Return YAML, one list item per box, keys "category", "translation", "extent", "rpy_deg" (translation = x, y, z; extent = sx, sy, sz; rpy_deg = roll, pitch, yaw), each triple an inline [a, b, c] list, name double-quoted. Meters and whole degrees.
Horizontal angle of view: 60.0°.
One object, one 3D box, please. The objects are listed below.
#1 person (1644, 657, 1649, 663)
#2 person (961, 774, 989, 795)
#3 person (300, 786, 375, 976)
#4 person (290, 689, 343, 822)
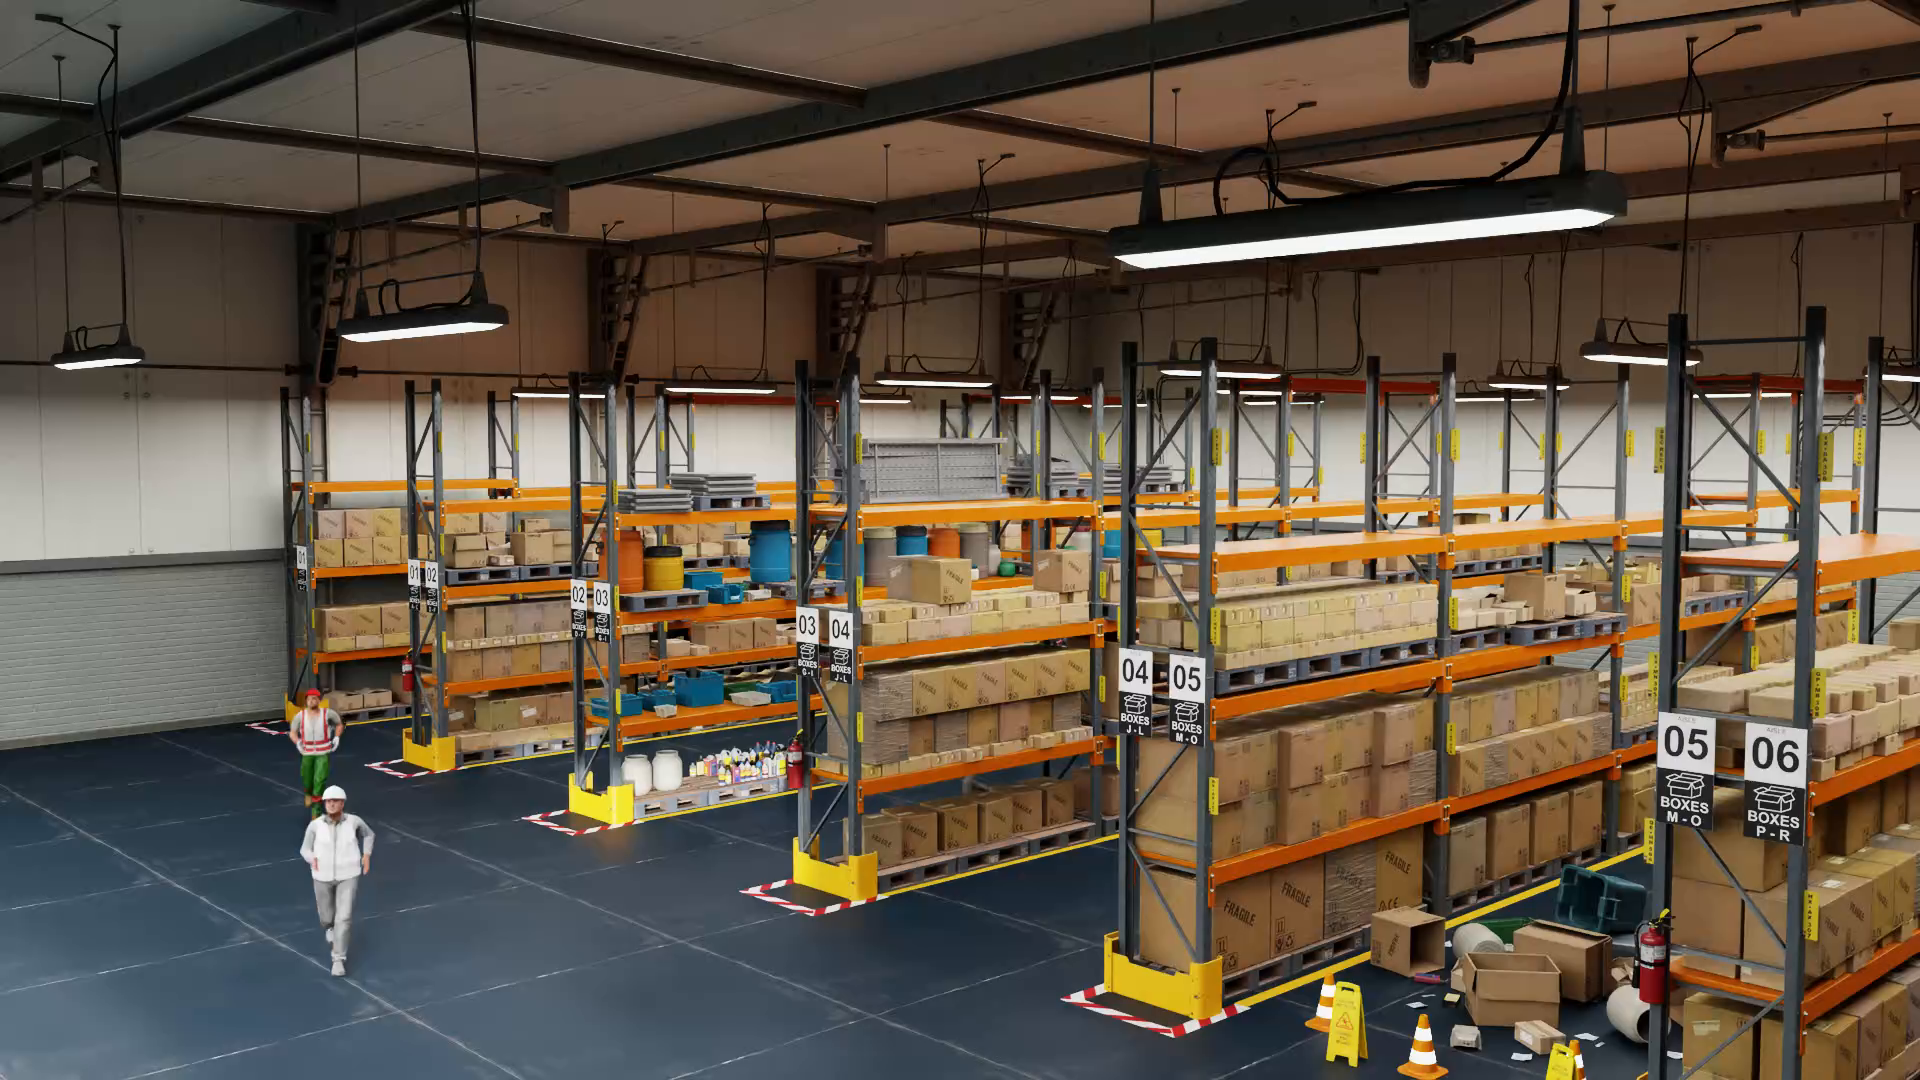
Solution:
- category: "person"
  translation: [10.941, 2.631, 26.174]
  extent: [0.861, 1.645, 0.602]
  rpy_deg: [-3, 5, -38]
- category: "person"
  translation: [0.141, 2.942, 22.242]
  extent: [0.537, 1.585, 0.827]
  rpy_deg: [3, 5, 37]
- category: "person"
  translation: [-6.031, 3.258, 16.111]
  extent: [0.676, 1.741, 0.930]
  rpy_deg: [-1, 4, -16]
- category: "person"
  translation: [-8.616, 2.866, 22.273]
  extent: [0.664, 1.781, 0.886]
  rpy_deg: [-1, 4, -14]
